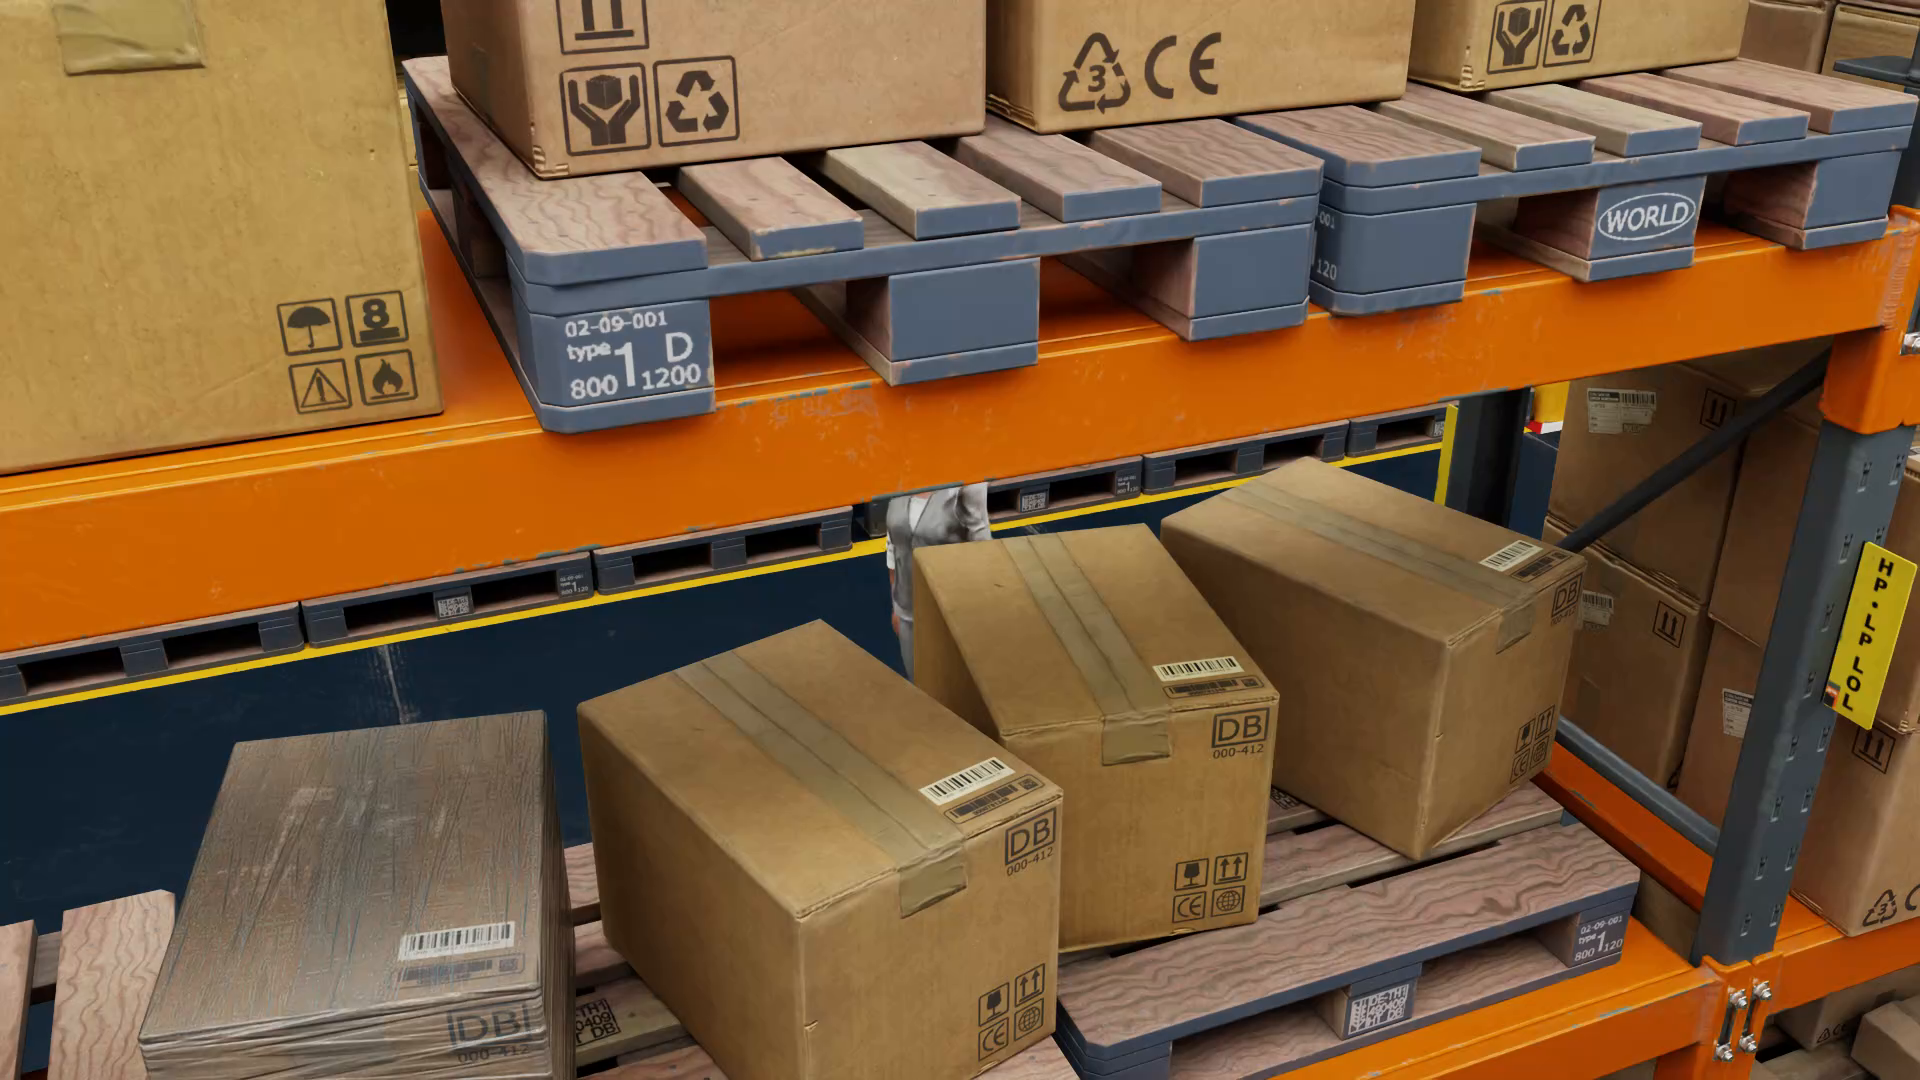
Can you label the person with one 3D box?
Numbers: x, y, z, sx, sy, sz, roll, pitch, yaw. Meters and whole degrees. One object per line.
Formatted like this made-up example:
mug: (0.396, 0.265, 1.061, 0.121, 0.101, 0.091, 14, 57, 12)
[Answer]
person: (-0.029, 0.230, 5.638, 0.455, 1.590, 0.625, 14, 29, 26)
